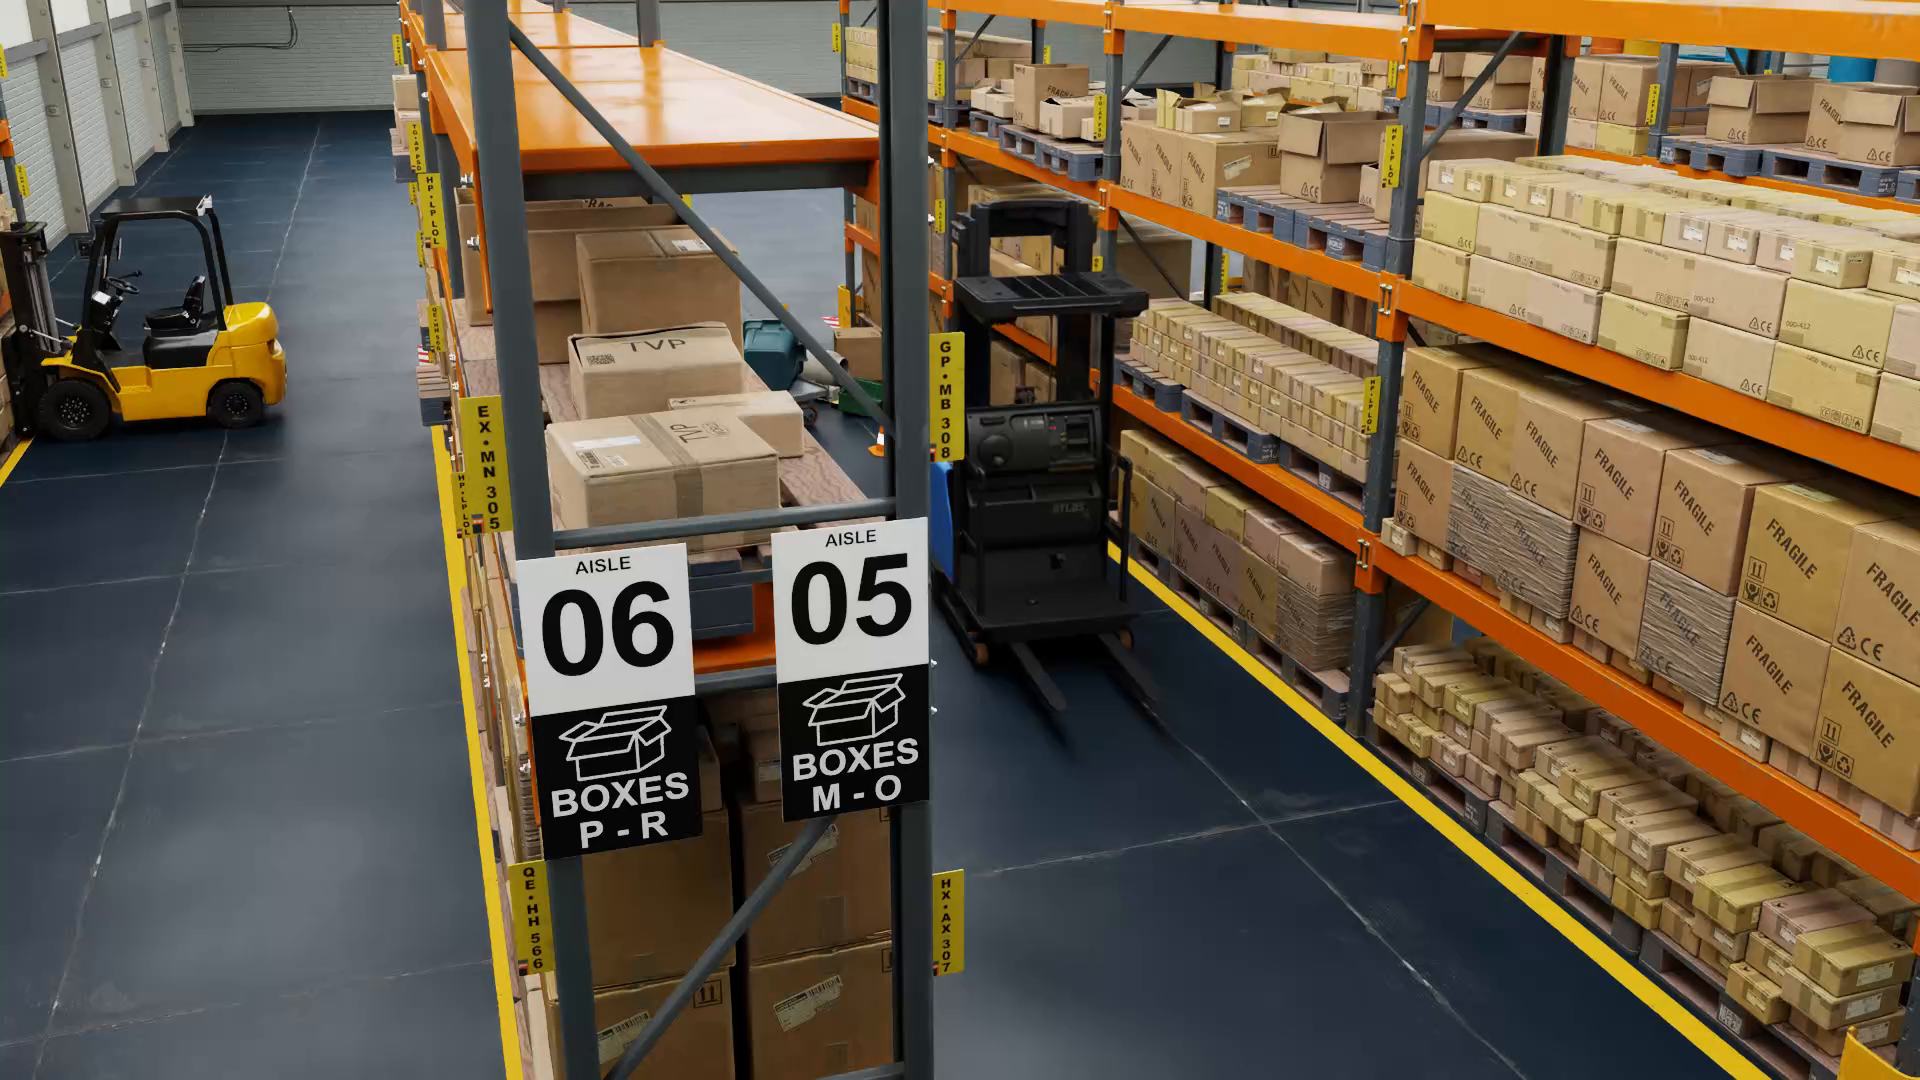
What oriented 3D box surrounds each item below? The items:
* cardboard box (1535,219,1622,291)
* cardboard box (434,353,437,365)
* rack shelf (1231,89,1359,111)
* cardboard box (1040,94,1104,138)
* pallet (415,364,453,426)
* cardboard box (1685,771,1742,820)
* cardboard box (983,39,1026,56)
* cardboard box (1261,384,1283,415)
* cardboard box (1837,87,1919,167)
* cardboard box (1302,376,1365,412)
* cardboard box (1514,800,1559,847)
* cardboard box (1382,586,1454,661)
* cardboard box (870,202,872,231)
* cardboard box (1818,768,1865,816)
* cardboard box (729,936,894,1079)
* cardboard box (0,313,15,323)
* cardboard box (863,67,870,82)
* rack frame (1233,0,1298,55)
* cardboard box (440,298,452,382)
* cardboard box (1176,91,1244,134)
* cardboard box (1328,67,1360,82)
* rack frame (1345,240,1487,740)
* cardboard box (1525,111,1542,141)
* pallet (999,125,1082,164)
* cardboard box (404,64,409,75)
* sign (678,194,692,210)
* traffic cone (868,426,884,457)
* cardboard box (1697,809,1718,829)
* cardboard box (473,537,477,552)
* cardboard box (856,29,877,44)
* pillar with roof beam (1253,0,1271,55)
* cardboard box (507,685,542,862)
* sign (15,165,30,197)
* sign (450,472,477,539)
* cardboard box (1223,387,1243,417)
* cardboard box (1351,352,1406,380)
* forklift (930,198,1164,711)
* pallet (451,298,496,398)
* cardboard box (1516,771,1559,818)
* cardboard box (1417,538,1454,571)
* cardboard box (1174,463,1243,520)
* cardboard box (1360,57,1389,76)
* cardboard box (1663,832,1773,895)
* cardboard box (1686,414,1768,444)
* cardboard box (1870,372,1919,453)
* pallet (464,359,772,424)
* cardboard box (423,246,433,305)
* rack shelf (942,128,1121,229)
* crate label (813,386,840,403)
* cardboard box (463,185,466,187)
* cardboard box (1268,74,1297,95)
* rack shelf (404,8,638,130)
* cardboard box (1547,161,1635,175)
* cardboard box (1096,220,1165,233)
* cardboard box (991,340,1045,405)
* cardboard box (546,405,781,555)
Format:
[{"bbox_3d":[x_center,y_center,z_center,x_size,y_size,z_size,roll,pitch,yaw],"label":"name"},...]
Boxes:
[{"bbox_3d":[3.065,-1.349,7.778,0.500,0.250,0.500,-6,21,-16],"label":"cardboard box"},{"bbox_3d":[-5.101,-2.029,16.964,0.500,0.500,0.500,-5,20,-14],"label":"cardboard box"},{"bbox_3d":[4.441,-5.052,19.672,1.077,0.370,4.000,-6,21,-17],"label":"rack shelf"},{"bbox_3d":[0.974,-3.477,13.585,0.500,0.311,0.500,-6,21,-17],"label":"cardboard box"},{"bbox_3d":[-3.406,-1.128,12.403,1.213,0.211,1.003,-6,21,-17],"label":"pallet"},{"bbox_3d":[3.827,1.248,8.221,0.380,0.149,0.250,-6,21,-16],"label":"cardboard box"},{"bbox_3d":[0.457,-4.991,16.860,0.380,0.149,0.250,-7,21,-18],"label":"cardboard box"},{"bbox_3d":[2.202,-0.937,10.897,0.380,0.149,0.250,-8,21,-20],"label":"cardboard box"},{"bbox_3d":[6.990,-3.058,12.282,0.797,0.503,0.637,-7,21,-18],"label":"cardboard box"},{"bbox_3d":[2.368,-0.912,10.389,0.380,0.149,0.250,-7,21,-19],"label":"cardboard box"},{"bbox_3d":[3.100,1.432,8.589,0.380,0.149,0.250,-7,21,-19],"label":"cardboard box"},{"bbox_3d":[2.864,0.438,10.836,0.500,0.500,0.500,-6,20,-15],"label":"cardboard box"},{"bbox_3d":[-0.574,-3.908,19.639,0.875,0.550,0.550,-6,21,-17],"label":"cardboard box"},{"bbox_3d":[3.688,0.968,6.655,0.380,0.149,0.250,-6,21,-17],"label":"cardboard box"},{"bbox_3d":[-0.444,1.335,5.114,0.500,0.500,0.500,-7,21,-18],"label":"cardboard box"},{"bbox_3d":[-9.699,-2.136,16.892,0.500,0.250,0.500,-6,21,-16],"label":"cardboard box"},{"bbox_3d":[-0.885,-5.277,18.836,0.380,0.149,0.250,-6,21,-17],"label":"cardboard box"},{"bbox_3d":[3.813,-7.444,20.830,1.000,3.000,0.127,-6,21,-17],"label":"rack frame"},{"bbox_3d":[-3.158,-1.334,11.066,0.500,0.500,0.500,-7,21,-19],"label":"cardboard box"},{"bbox_3d":[1.732,-2.976,11.546,0.396,0.266,0.258,-6,21,-17],"label":"cardboard box"},{"bbox_3d":[4.413,-5.283,18.882,0.380,0.149,0.250,-6,20,-15],"label":"cardboard box"},{"bbox_3d":[2.844,-0.275,9.746,1.000,3.000,0.127,-6,21,-17],"label":"rack frame"},{"bbox_3d":[5.621,-3.840,15.456,0.500,0.250,0.500,-6,21,-16],"label":"cardboard box"},{"bbox_3d":[0.980,-3.441,14.402,1.003,0.211,1.213,-5,20,-15],"label":"pallet"},{"bbox_3d":[-5.554,-4.846,17.227,0.380,0.149,0.250,-6,21,-17],"label":"cardboard box"},{"bbox_3d":[-1.297,-1.469,7.749,0.100,0.325,0.005,-6,21,-17],"label":"sign"},{"bbox_3d":[-0.682,-1.058,15.677,0.336,0.463,0.334,-6,21,-17],"label":"traffic cone"},{"bbox_3d":[3.711,1.402,8.231,0.380,0.149,0.250,-5,20,-14],"label":"cardboard box"},{"bbox_3d":[-2.357,-0.157,8.898,0.500,0.250,0.500,-6,21,-16],"label":"cardboard box"},{"bbox_3d":[-0.966,-5.736,18.935,0.380,0.149,0.250,-7,21,-18],"label":"cardboard box"},{"bbox_3d":[5.445,-18.060,50.386,9.100,9.000,0.400,-6,21,-17],"label":"pillar with roof beam"},{"bbox_3d":[-1.136,0.755,5.250,0.500,0.500,0.500,-6,21,-17],"label":"cardboard box"},{"bbox_3d":[-9.786,-3.749,17.353,0.100,0.325,0.005,-6,21,-17],"label":"sign"},{"bbox_3d":[-2.335,-0.164,7.840,0.100,0.325,0.005,-6,21,-17],"label":"sign"},{"bbox_3d":[2.035,-0.964,11.415,0.380,0.149,0.250,-7,21,-19],"label":"cardboard box"},{"bbox_3d":[2.828,-1.144,11.034,0.380,0.149,0.250,-7,21,-18],"label":"cardboard box"},{"bbox_3d":[0.553,-0.675,10.960,1.130,2.935,3.031,-5,20,-13],"label":"forklift"},{"bbox_3d":[-1.576,-0.823,6.965,1.003,0.211,1.213,-6,21,-17],"label":"pallet"},{"bbox_3d":[3.095,1.290,8.542,0.380,0.149,0.250,-7,21,-18],"label":"cardboard box"},{"bbox_3d":[2.774,0.044,9.230,0.380,0.149,0.250,-6,21,-16],"label":"cardboard box"},{"bbox_3d":[1.877,-0.363,11.958,0.500,0.250,0.500,-6,21,-17],"label":"cardboard box"},{"bbox_3d":[4.687,-5.289,17.938,0.500,0.500,0.500,-7,21,-19],"label":"cardboard box"},{"bbox_3d":[3.447,1.483,7.566,0.380,0.149,0.250,-7,21,-19],"label":"cardboard box"},{"bbox_3d":[3.742,-0.315,7.790,0.500,0.500,0.500,-7,21,-19],"label":"cardboard box"},{"bbox_3d":[3.707,-0.451,6.018,0.500,0.250,0.500,-7,21,-18],"label":"cardboard box"},{"bbox_3d":[-1.196,-0.432,5.877,1.003,0.211,1.213,-6,21,-17],"label":"pallet"},{"bbox_3d":[-4.162,-2.167,13.804,0.500,0.500,0.500,-7,21,-18],"label":"cardboard box"},{"bbox_3d":[0.958,-3.274,14.721,1.077,0.370,4.000,-6,21,-17],"label":"rack shelf"},{"bbox_3d":[-1.402,-1.540,17.501,0.250,0.136,0.298,12,23,30],"label":"crate label"},{"bbox_3d":[-3.379,-2.373,11.520,0.380,0.149,0.250,-6,21,-17],"label":"cardboard box"},{"bbox_3d":[4.039,-5.456,19.953,0.500,0.250,0.500,-6,21,-17],"label":"cardboard box"},{"bbox_3d":[-2.452,-2.655,9.153,1.077,0.370,4.000,-6,21,-17],"label":"rack shelf"},{"bbox_3d":[3.295,-1.884,8.680,0.380,0.149,0.250,-6,21,-16],"label":"cardboard box"},{"bbox_3d":[1.295,-2.384,13.989,0.700,0.500,0.500,-7,21,-18],"label":"cardboard box"},{"bbox_3d":[0.910,-1.482,15.812,1.050,0.750,0.750,-6,21,-17],"label":"cardboard box"},{"bbox_3d":[-0.793,-0.154,4.423,0.500,0.250,0.500,-8,21,-22],"label":"cardboard box"}]
